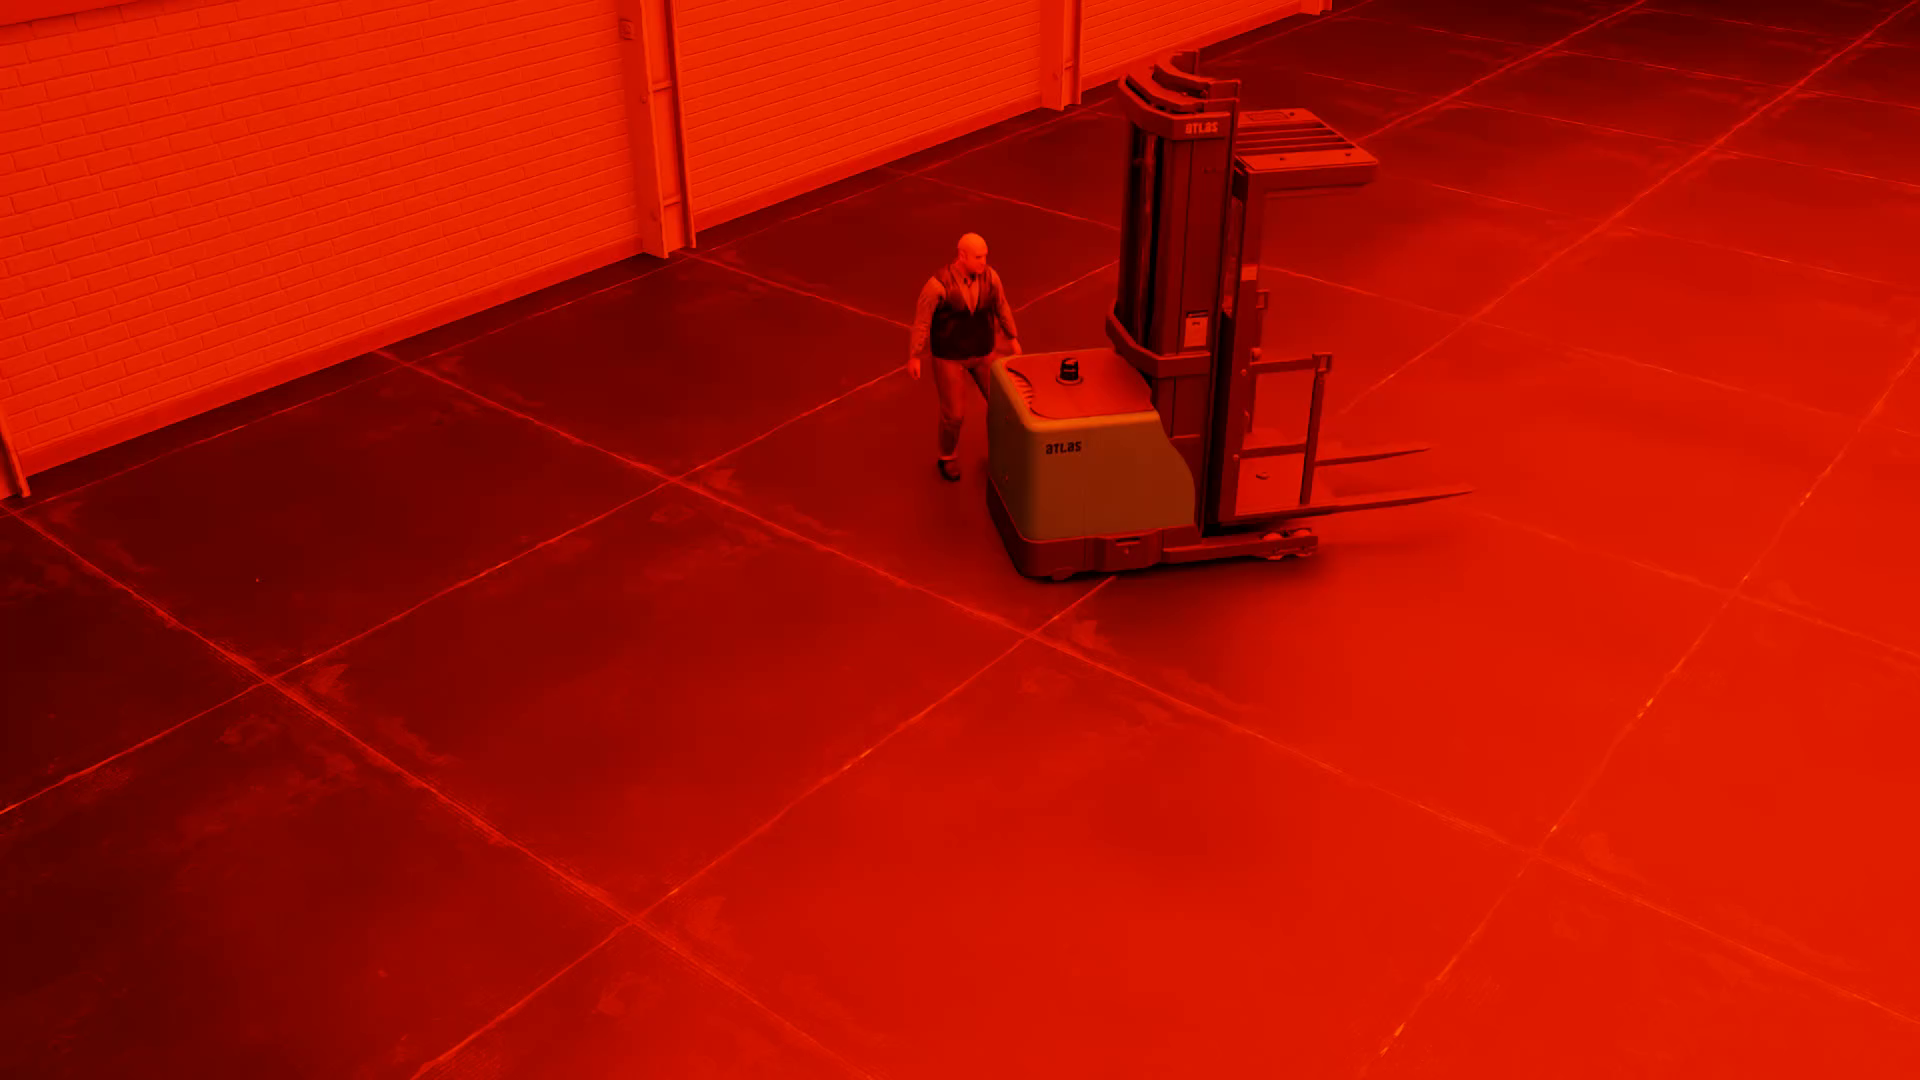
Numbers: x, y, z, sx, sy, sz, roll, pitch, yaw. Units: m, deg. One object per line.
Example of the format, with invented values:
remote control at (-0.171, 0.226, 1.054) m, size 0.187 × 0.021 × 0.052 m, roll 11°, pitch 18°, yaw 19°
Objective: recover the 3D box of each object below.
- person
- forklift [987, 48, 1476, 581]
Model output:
person at (0.059, -1.219, 10.910) m, size 0.817 × 1.695 × 0.387 m, roll -14°, pitch 33°, yaw -22°
forklift at (1.744, -1.394, 9.980) m, size 3.031 × 2.935 × 1.130 m, roll -6°, pitch 31°, yaw -11°
